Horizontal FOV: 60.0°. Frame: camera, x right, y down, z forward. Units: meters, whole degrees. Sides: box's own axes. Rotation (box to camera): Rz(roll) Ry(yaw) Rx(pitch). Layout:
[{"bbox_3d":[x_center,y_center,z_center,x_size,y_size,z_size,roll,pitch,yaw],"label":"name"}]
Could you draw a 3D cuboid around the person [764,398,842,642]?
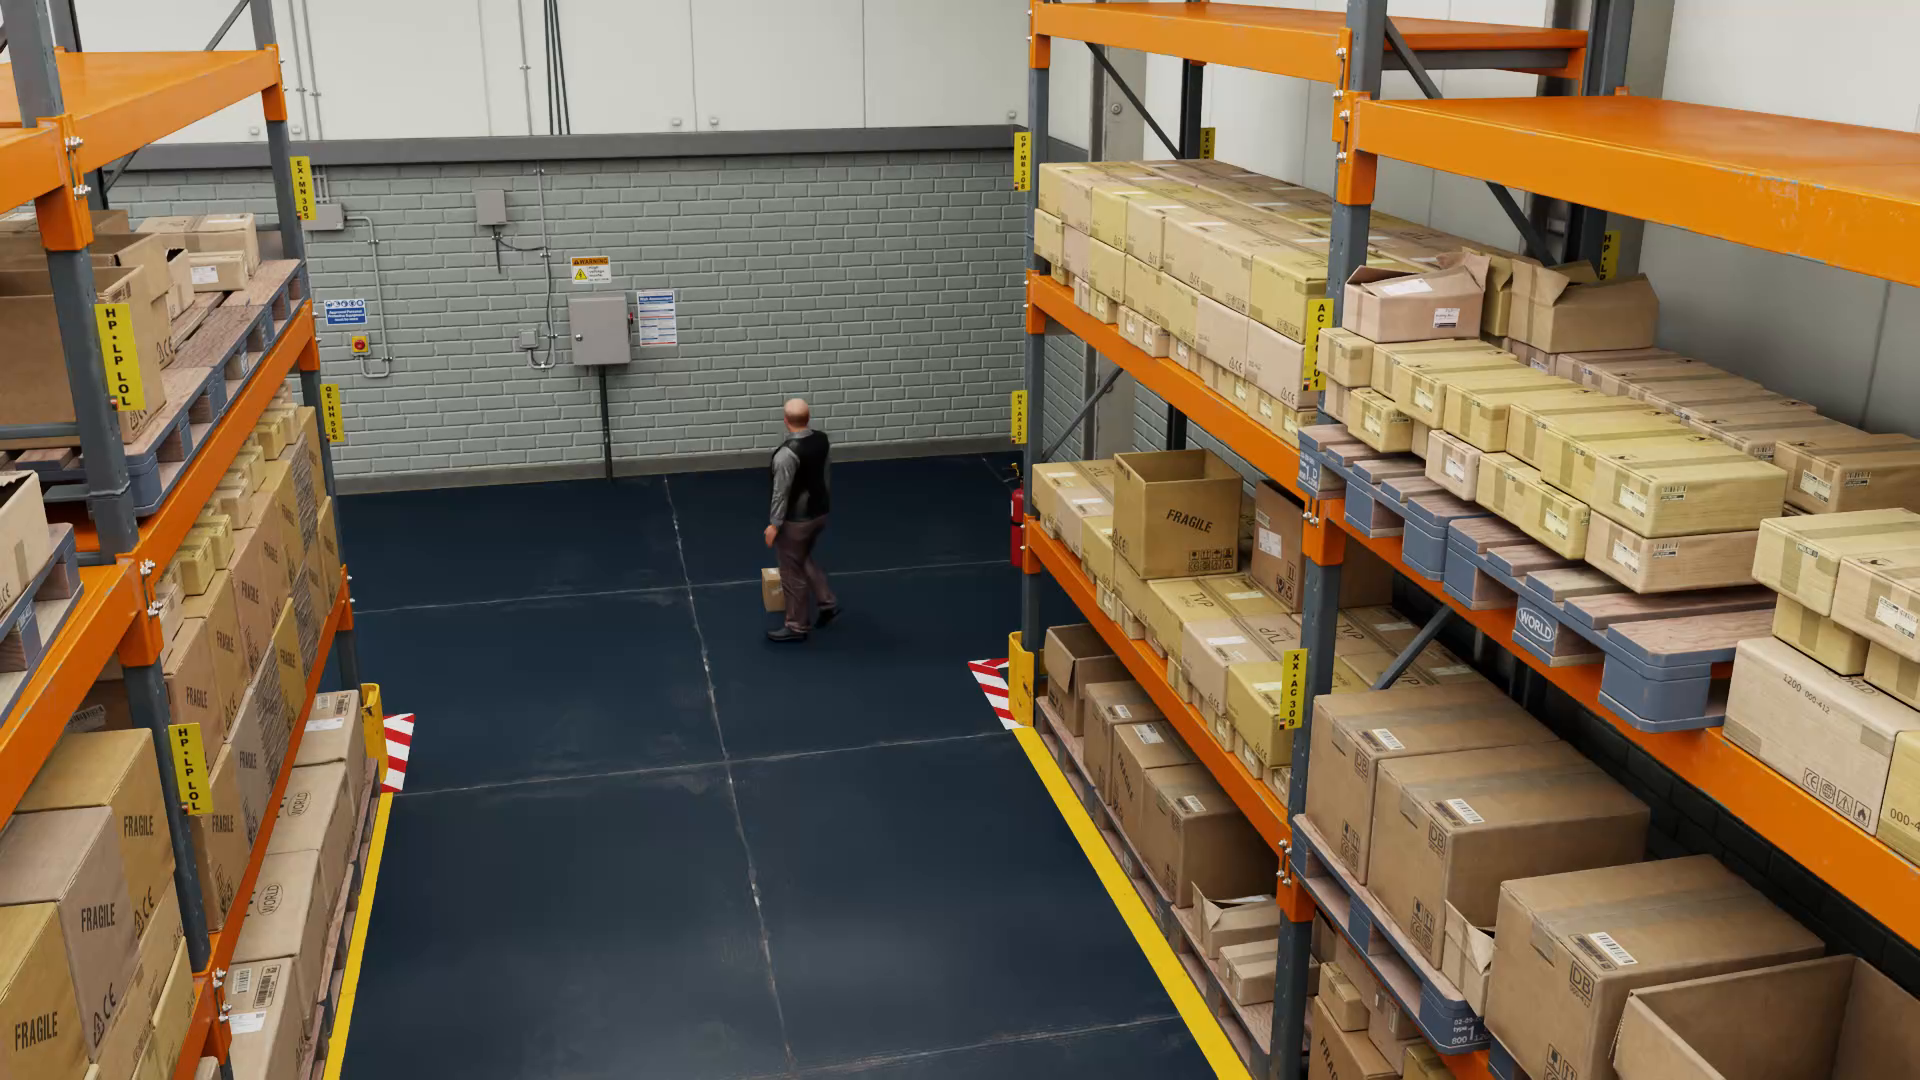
[{"bbox_3d":[-1.113,-0.126,11.474,0.418,1.752,0.568,10,22,27],"label":"person"}]
